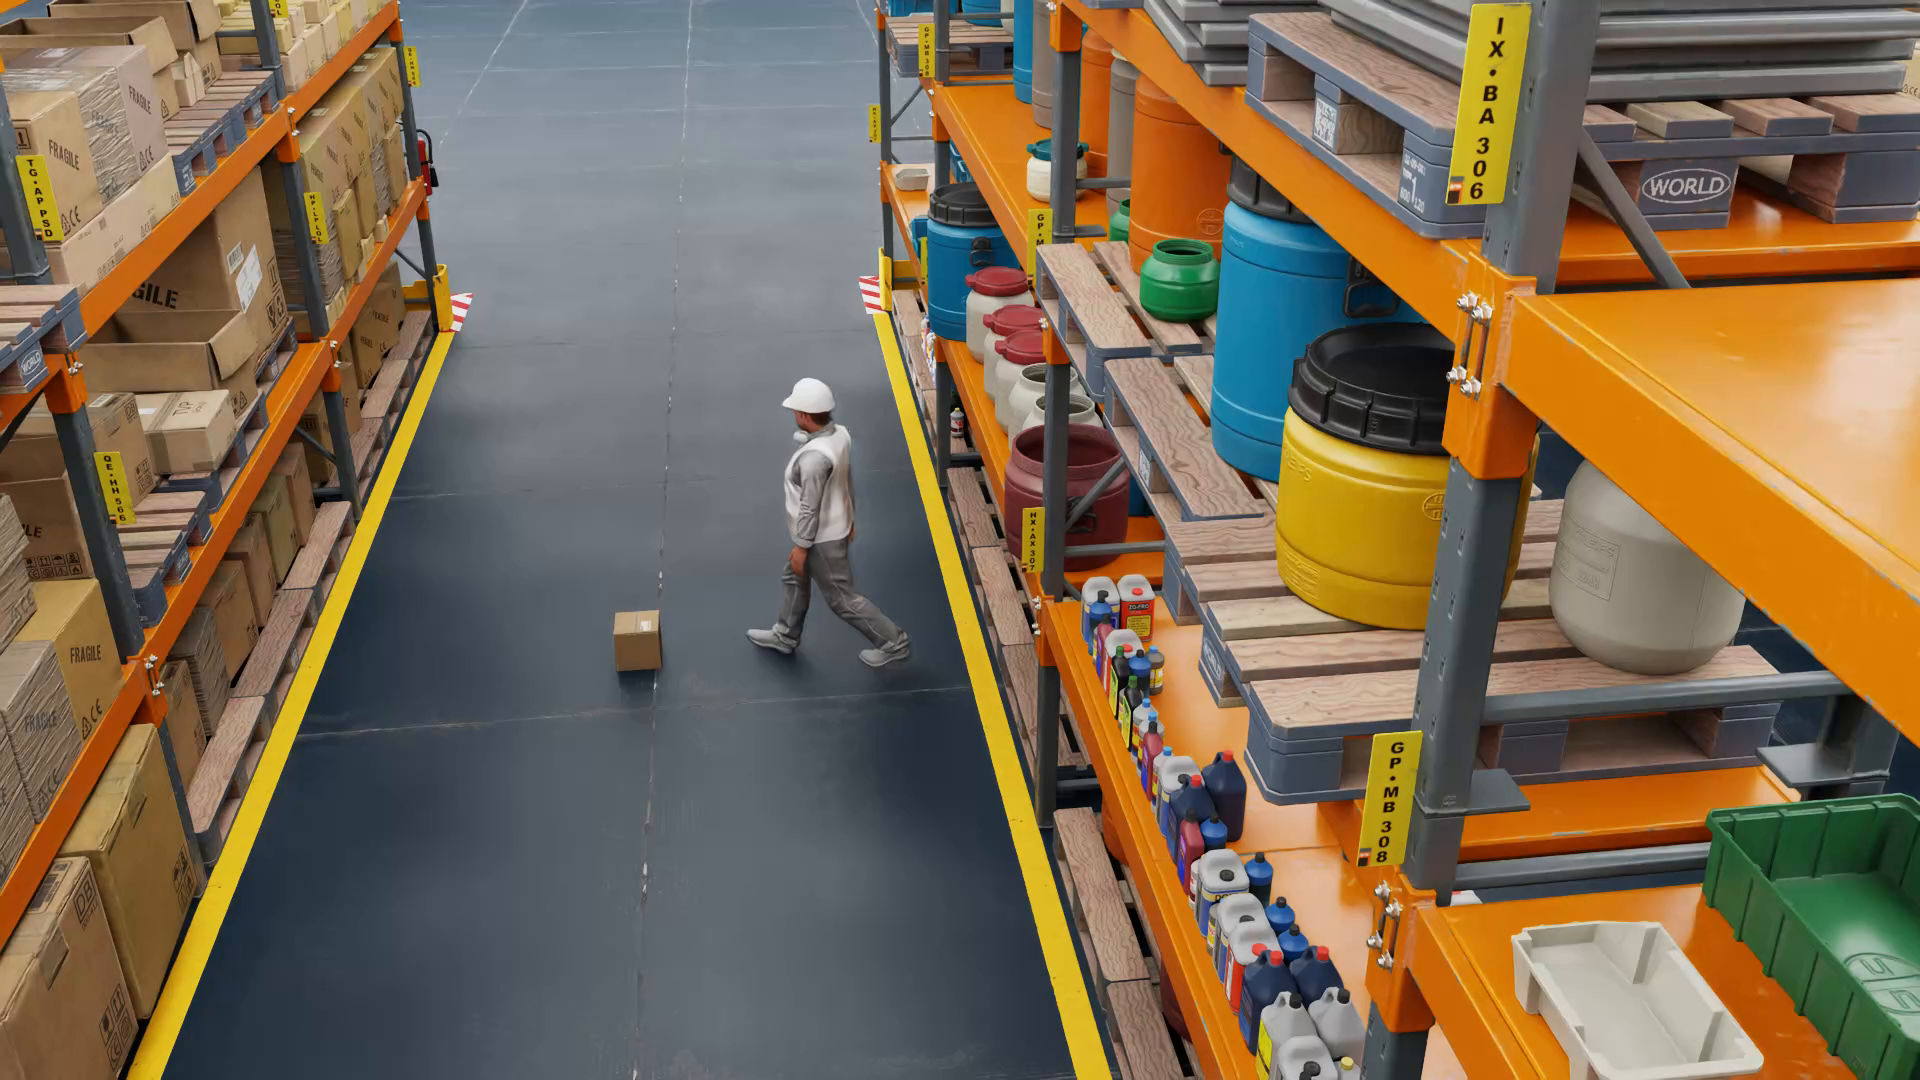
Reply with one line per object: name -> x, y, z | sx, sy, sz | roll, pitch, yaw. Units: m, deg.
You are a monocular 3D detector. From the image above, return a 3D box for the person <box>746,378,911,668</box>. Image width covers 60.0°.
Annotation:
person -> -0.771, -0.065, 9.238 | 0.999, 1.743, 0.557 | 2, 27, 5
